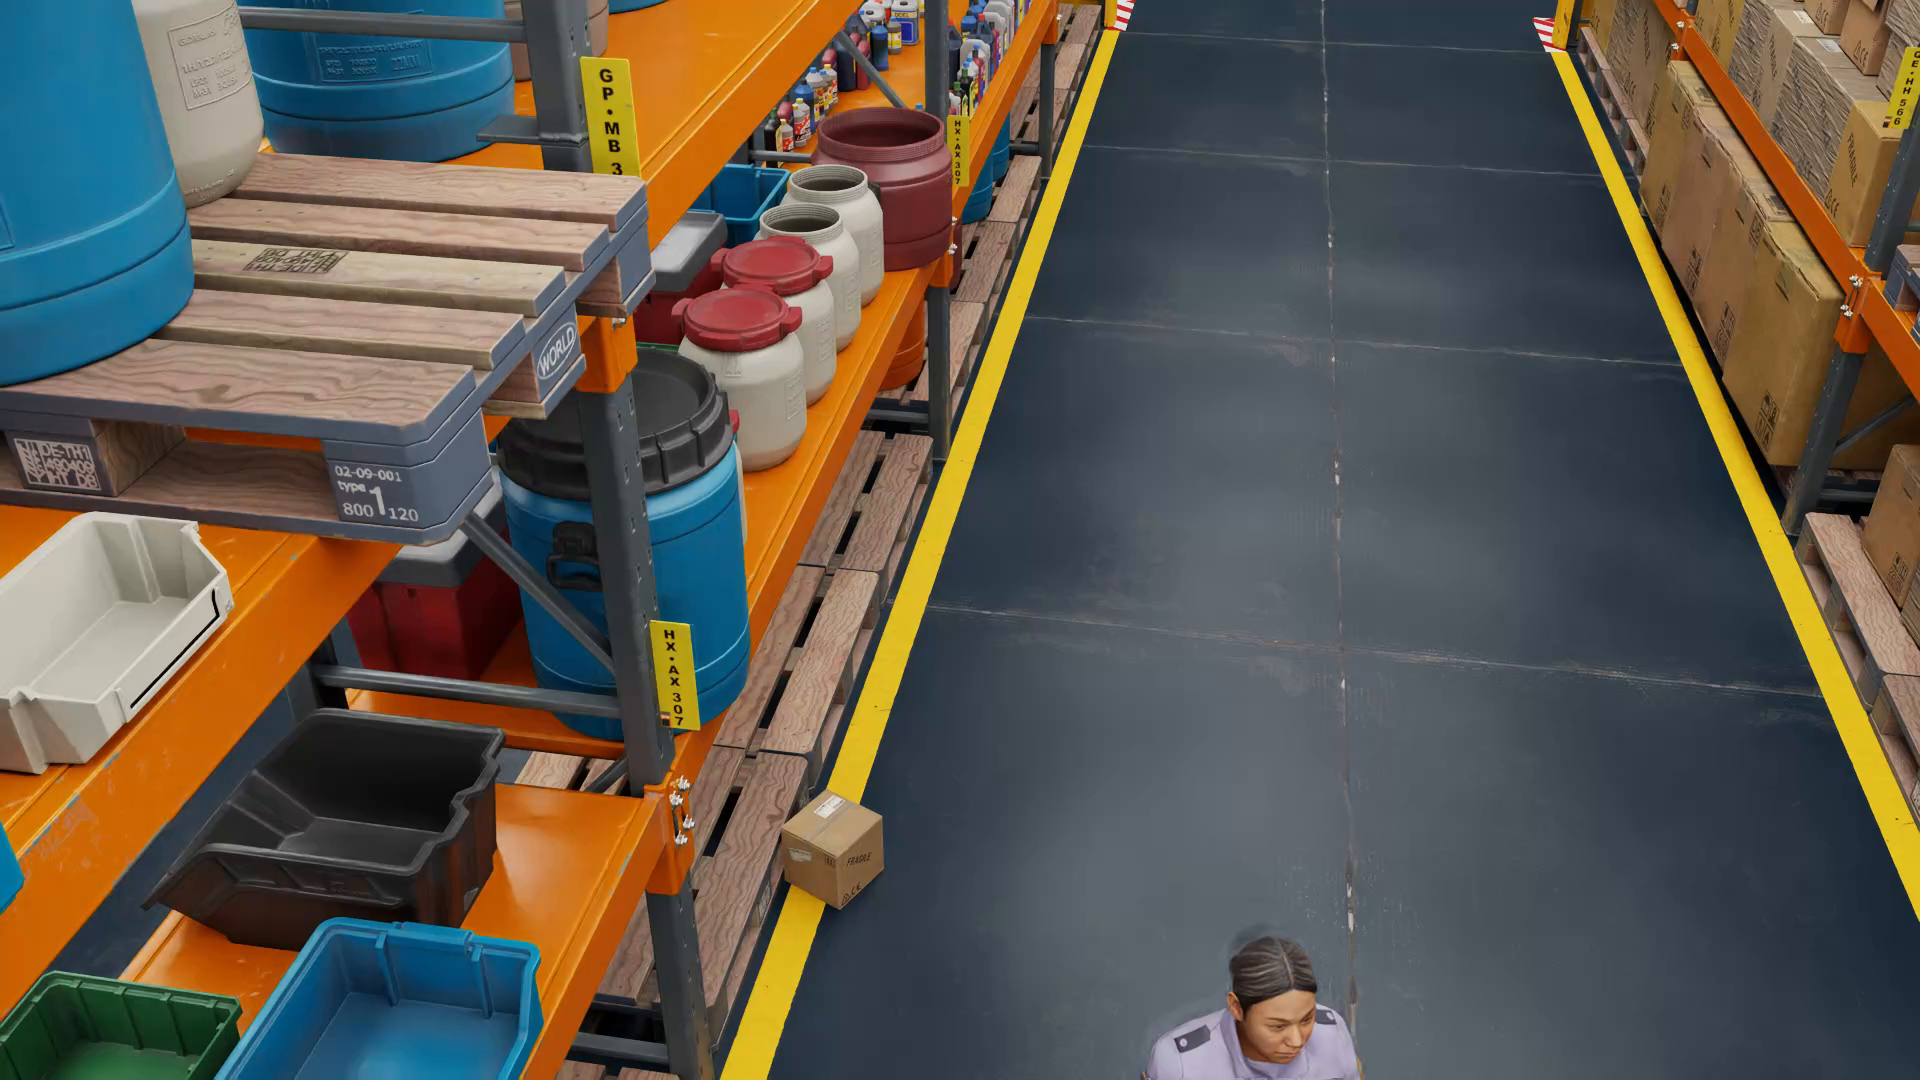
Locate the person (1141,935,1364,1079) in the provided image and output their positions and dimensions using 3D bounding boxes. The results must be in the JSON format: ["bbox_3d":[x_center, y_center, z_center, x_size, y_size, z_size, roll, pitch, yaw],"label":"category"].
[{"bbox_3d":[0.636,1.556,3.750,0.530,1.720,0.492,-9,34,-14],"label":"person"}]
